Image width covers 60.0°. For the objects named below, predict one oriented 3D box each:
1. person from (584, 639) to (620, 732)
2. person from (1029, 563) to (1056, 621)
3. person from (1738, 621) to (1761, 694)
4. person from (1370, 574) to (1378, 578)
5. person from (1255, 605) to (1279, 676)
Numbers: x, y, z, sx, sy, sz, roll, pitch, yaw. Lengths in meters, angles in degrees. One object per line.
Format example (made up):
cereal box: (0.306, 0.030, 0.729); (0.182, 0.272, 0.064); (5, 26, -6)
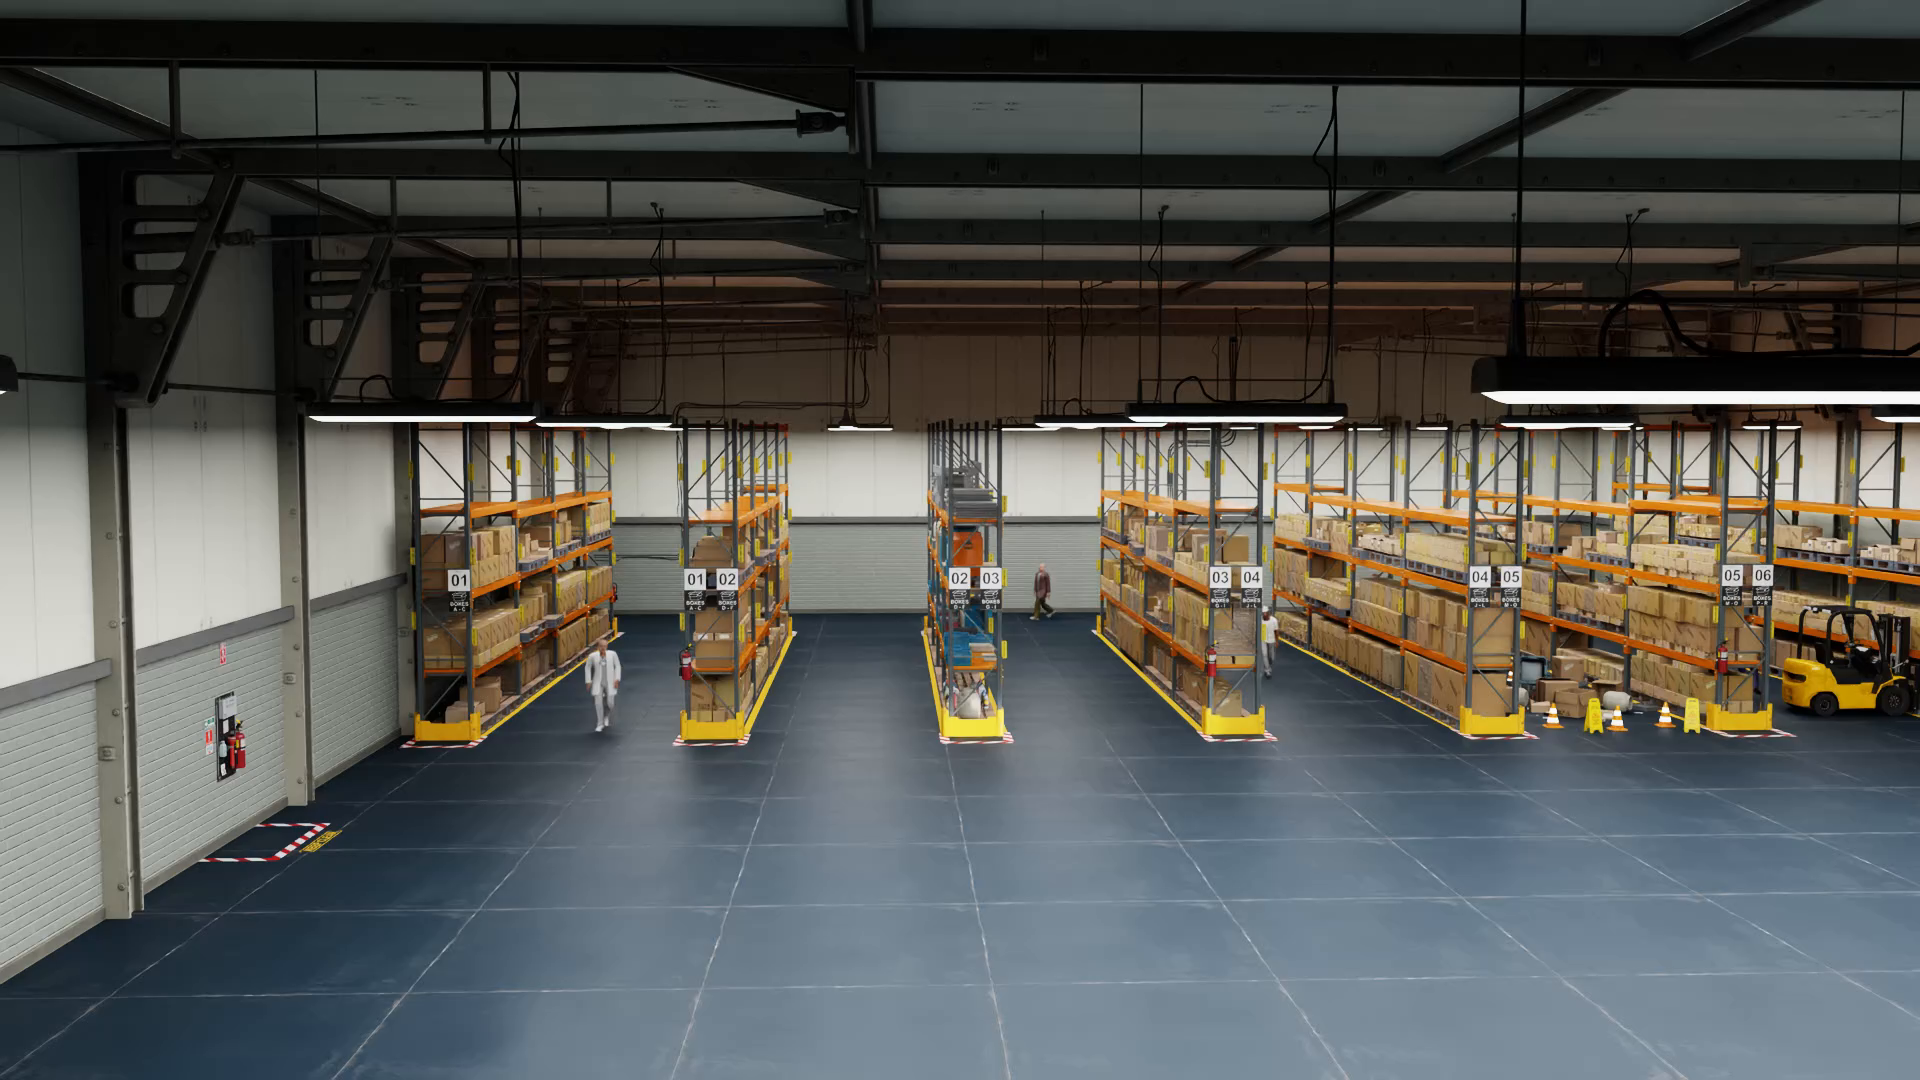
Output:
person: (-6.930, 2.787, 32.237); (0.681, 1.767, 0.707); (-1, 4, -17)
person: (2.531, 1.581, 50.994); (1.085, 1.737, 0.553); (-2, 4, -32)
person: (17.158, 2.589, 36.182); (0.544, 1.646, 0.501); (0, 4, 8)
person: (12.350, 1.768, 49.346); (0.819, 1.564, 0.420); (-1, 4, -8)
person: (7.266, 2.377, 39.408); (0.565, 1.656, 1.039); (0, 4, 2)
